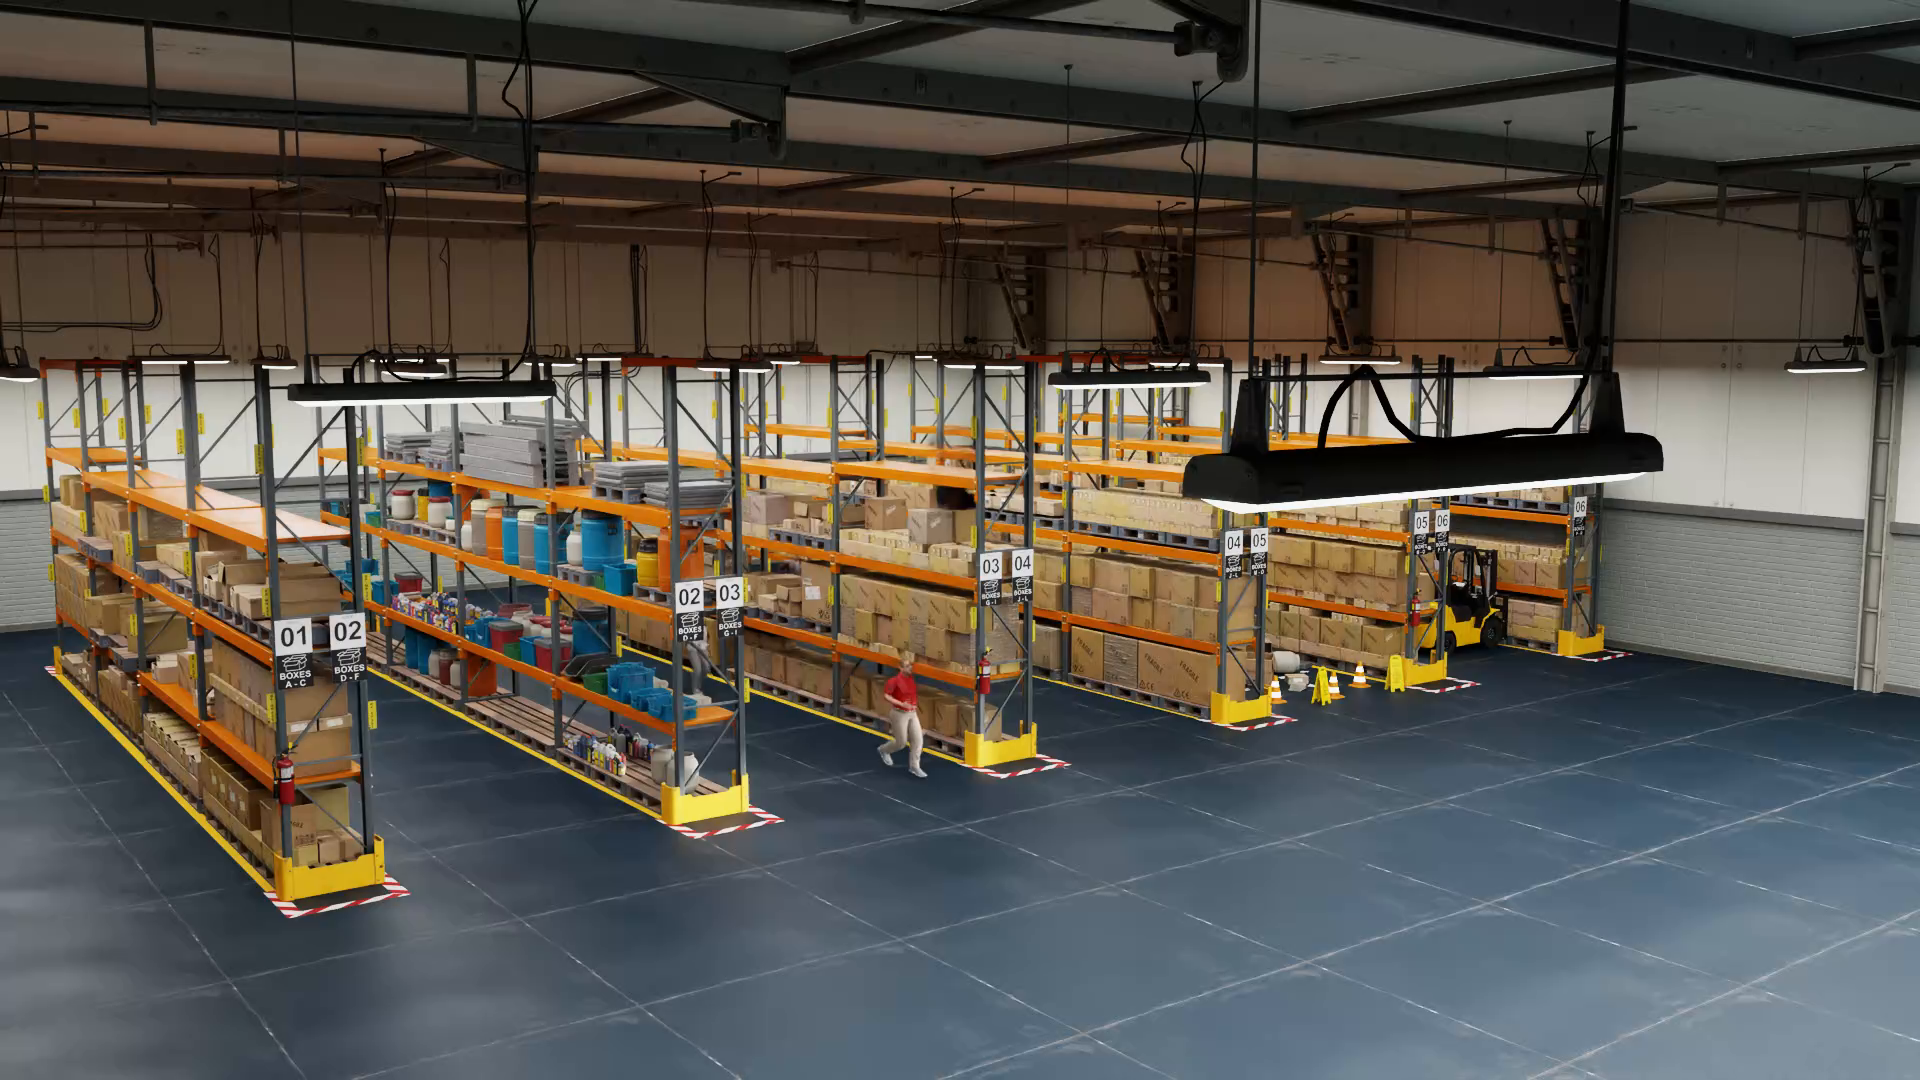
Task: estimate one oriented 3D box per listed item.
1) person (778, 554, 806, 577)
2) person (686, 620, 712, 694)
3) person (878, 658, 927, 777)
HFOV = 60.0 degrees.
[{"bbox_3d":[-3.589,1.090,36.441,0.668,1.854,0.864,-5,8,-35],"label":"person"},{"bbox_3d":[-4.680,1.943,29.738,0.571,1.653,0.572,-6,9,-39],"label":"person"},{"bbox_3d":[-0.847,2.585,24.340,0.851,1.737,0.701,6,9,41],"label":"person"}]
